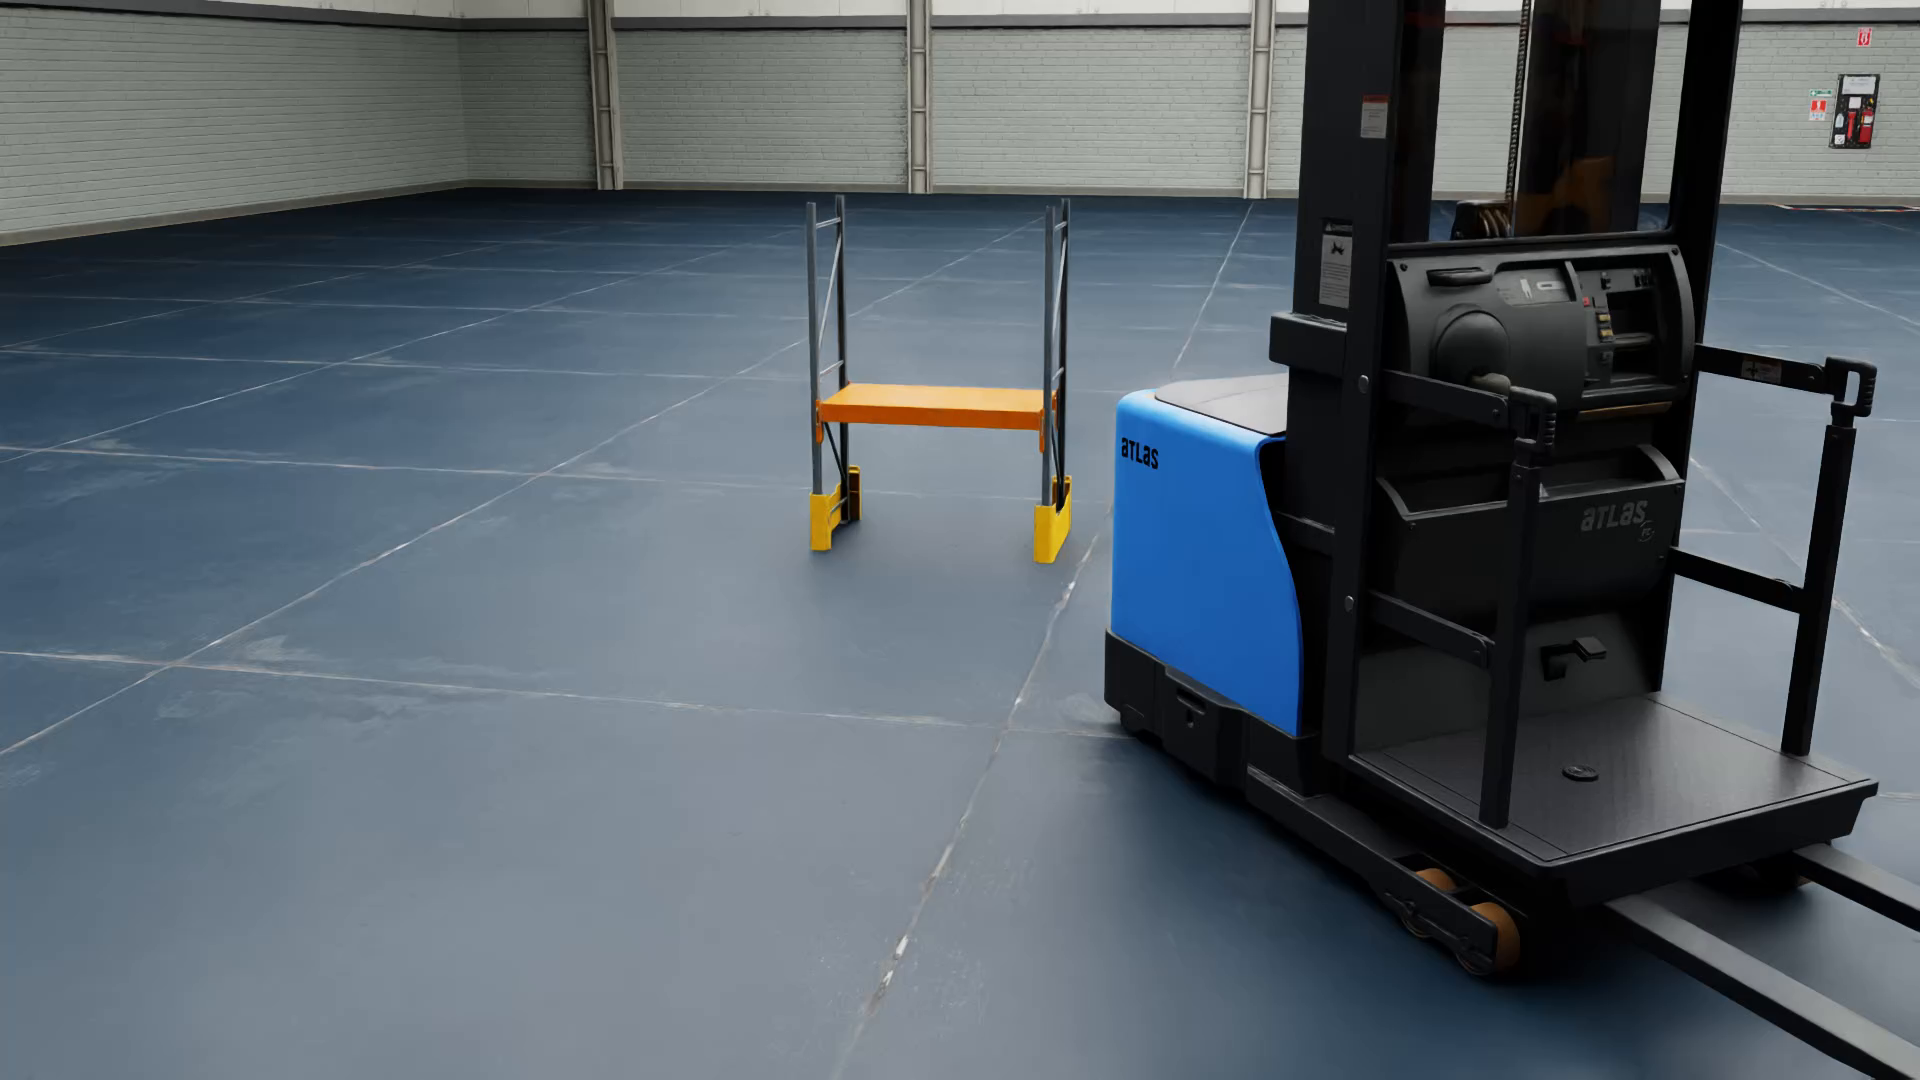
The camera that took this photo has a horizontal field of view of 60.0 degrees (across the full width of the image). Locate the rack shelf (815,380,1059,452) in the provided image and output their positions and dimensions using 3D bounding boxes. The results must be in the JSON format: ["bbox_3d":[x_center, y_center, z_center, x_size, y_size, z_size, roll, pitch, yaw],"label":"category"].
[{"bbox_3d":[-0.084,-0.554,7.356,1.000,0.185,0.538,3,16,11],"label":"rack shelf"}]

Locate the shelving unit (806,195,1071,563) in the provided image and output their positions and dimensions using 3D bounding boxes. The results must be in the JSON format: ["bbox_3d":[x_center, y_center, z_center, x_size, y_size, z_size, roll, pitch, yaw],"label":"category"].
[{"bbox_3d":[-0.075,-0.727,7.306,1.083,1.500,0.587,3,16,11],"label":"shelving unit"}]

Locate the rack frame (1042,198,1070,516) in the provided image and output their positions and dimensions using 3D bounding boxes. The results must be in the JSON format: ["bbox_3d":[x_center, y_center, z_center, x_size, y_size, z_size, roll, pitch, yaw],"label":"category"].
[{"bbox_3d":[0.415,-0.700,7.211,0.032,1.500,0.500,3,16,11],"label":"rack frame"}]

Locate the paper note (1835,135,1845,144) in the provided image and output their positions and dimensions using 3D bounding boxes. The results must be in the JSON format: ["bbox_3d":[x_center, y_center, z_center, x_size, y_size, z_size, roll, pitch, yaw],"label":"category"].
[{"bbox_3d":[14.349,-6.537,27.122,0.142,0.148,0.016,3,16,11],"label":"paper note"}]

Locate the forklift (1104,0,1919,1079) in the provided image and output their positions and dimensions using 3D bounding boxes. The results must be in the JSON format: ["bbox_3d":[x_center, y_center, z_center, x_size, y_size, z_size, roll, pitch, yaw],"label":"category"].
[{"bbox_3d":[1.550,-0.536,3.937,1.130,2.935,3.031,-7,17,-24],"label":"forklift"}]

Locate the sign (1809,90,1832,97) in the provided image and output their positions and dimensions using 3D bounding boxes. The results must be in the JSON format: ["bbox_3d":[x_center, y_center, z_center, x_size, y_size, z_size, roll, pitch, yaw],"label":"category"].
[{"bbox_3d":[13.990,-7.260,27.024,0.331,0.109,0.001,3,16,11],"label":"sign"}]

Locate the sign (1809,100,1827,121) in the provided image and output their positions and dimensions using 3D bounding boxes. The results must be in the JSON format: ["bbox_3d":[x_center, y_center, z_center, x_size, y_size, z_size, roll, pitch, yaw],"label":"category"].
[{"bbox_3d":[13.987,-7.008,27.104,0.234,0.329,0.001,3,16,11],"label":"sign"}]

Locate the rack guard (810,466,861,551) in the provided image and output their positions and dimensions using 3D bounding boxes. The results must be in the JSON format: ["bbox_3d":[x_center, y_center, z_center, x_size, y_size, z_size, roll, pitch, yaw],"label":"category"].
[{"bbox_3d":[-0.563,-0.151,7.569,0.087,0.250,0.587,3,16,11],"label":"rack guard"}]

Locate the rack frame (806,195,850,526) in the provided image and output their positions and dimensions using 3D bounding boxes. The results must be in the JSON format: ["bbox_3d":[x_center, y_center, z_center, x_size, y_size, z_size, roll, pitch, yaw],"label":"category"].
[{"bbox_3d":[-0.582,-0.754,7.406,0.032,1.500,0.500,3,16,11],"label":"rack frame"}]

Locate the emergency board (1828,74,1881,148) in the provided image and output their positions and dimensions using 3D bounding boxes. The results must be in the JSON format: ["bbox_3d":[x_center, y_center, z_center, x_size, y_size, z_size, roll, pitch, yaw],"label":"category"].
[{"bbox_3d":[14.508,-6.934,26.905,0.643,1.169,0.194,3,16,11],"label":"emergency board"}]

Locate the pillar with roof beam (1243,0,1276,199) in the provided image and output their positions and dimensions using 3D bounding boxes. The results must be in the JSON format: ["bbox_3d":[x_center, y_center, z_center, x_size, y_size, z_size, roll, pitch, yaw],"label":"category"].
[{"bbox_3d":[4.305,-9.196,23.832,0.400,9.000,9.100,3,16,11],"label":"pillar with roof beam"}]

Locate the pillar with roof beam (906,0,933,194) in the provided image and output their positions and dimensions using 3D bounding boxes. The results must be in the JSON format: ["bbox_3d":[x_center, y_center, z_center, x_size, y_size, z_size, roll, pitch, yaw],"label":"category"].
[{"bbox_3d":[-1.575,-9.515,24.985,0.400,9.000,9.100,3,16,11],"label":"pillar with roof beam"}]

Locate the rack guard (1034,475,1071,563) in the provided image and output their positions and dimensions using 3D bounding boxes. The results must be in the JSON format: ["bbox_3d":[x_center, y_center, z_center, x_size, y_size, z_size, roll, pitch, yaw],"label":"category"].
[{"bbox_3d":[0.413,-0.098,7.378,0.087,0.250,0.587,3,16,11],"label":"rack guard"}]

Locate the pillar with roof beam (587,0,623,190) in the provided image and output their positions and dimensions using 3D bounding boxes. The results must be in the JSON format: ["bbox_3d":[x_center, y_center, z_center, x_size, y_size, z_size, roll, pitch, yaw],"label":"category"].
[{"bbox_3d":[-7.454,-9.834,26.137,0.400,9.000,9.100,3,16,11],"label":"pillar with roof beam"}]

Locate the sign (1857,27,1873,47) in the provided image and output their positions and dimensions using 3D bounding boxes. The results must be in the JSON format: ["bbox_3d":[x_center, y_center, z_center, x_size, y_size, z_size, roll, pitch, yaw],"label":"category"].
[{"bbox_3d":[14.520,-8.078,26.691,0.199,0.298,0.001,3,16,11],"label":"sign"}]
